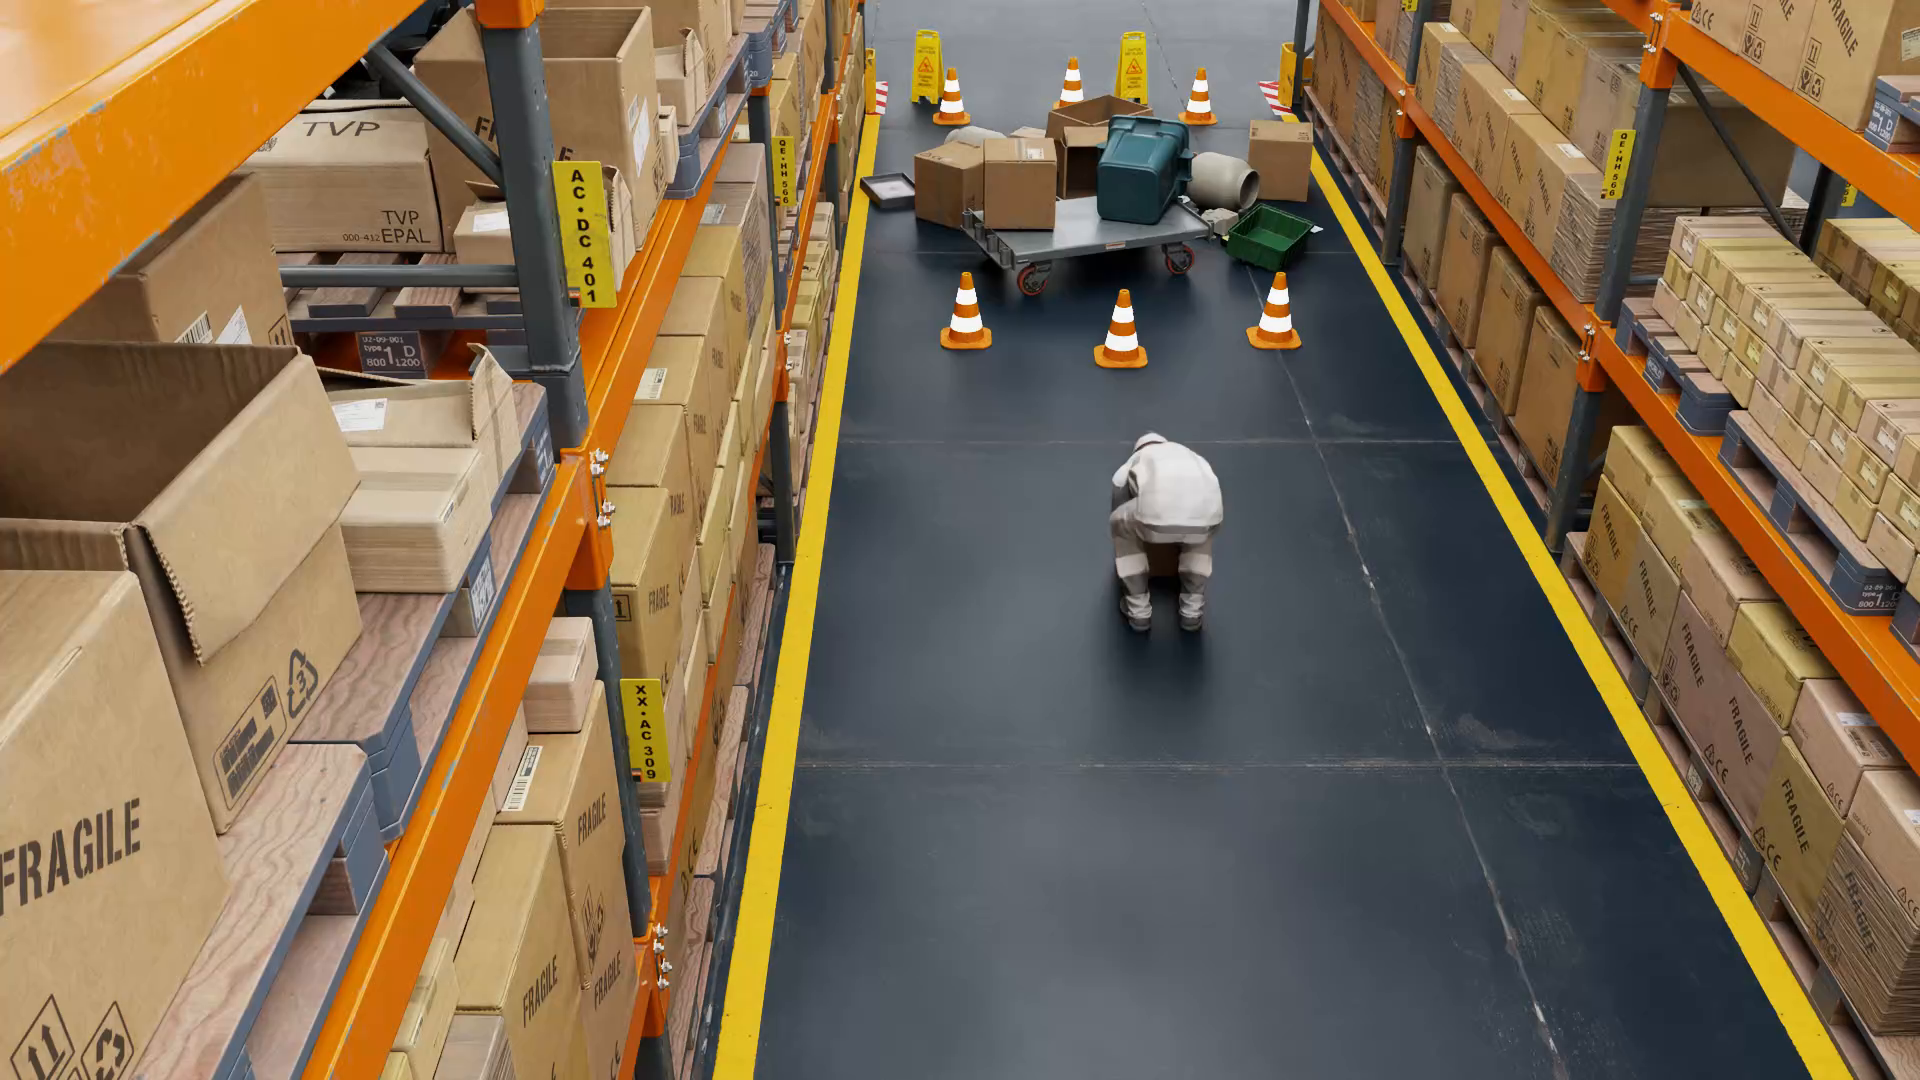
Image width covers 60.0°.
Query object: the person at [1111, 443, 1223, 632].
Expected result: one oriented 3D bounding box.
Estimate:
[{"bbox_3d":[13.417,-4.366,15.176,26.103,0.914,16.224,-1,31,-2],"label":"person"}]
